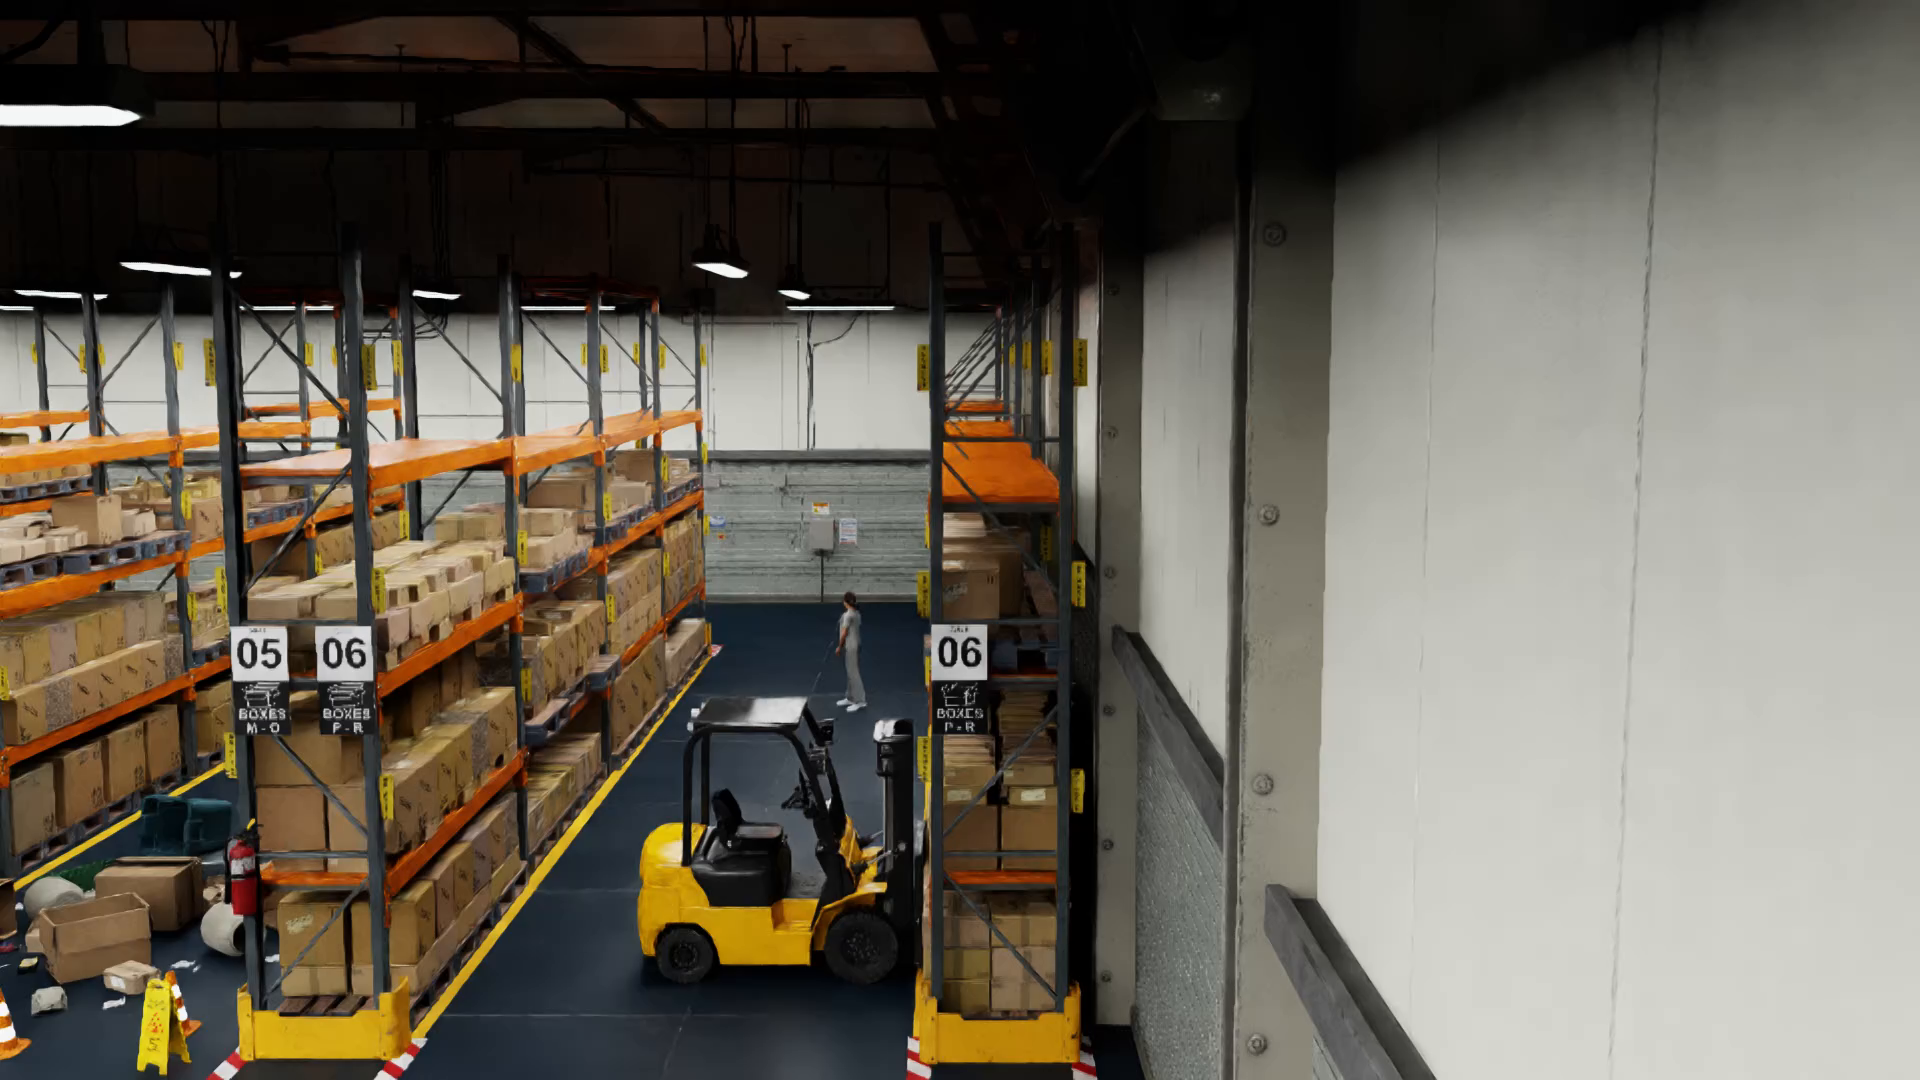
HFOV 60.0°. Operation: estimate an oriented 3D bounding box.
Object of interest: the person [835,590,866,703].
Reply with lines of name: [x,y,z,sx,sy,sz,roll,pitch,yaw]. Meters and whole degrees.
person: [-1.522,1.520,23.788,0.444,1.608,0.502,2,7,17]
